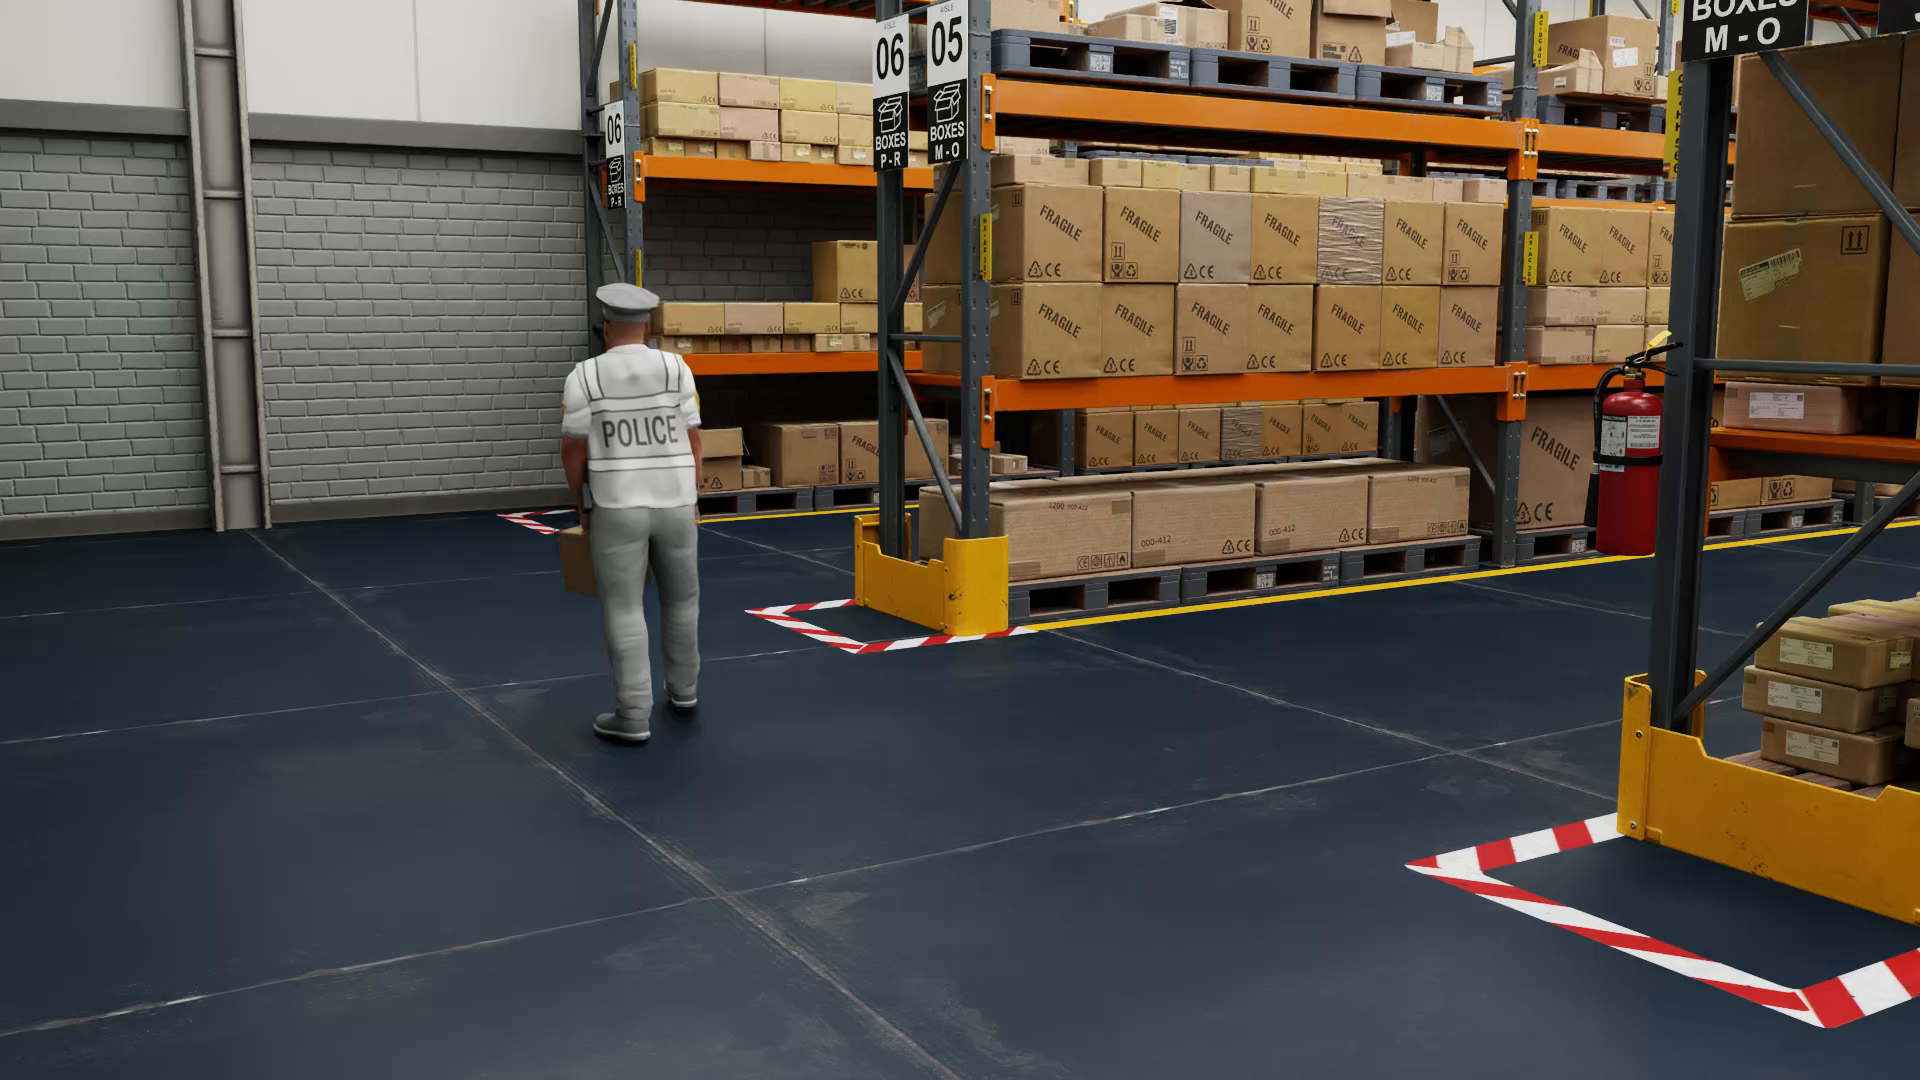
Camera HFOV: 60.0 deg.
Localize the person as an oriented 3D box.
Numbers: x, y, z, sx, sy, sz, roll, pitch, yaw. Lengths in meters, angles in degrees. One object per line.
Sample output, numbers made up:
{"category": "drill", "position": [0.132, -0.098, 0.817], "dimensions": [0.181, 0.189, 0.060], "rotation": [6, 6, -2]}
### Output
{"category": "person", "position": [-1.301, -0.139, 6.648], "dimensions": [0.585, 1.760, 0.738], "rotation": [-3, 9, -23]}
